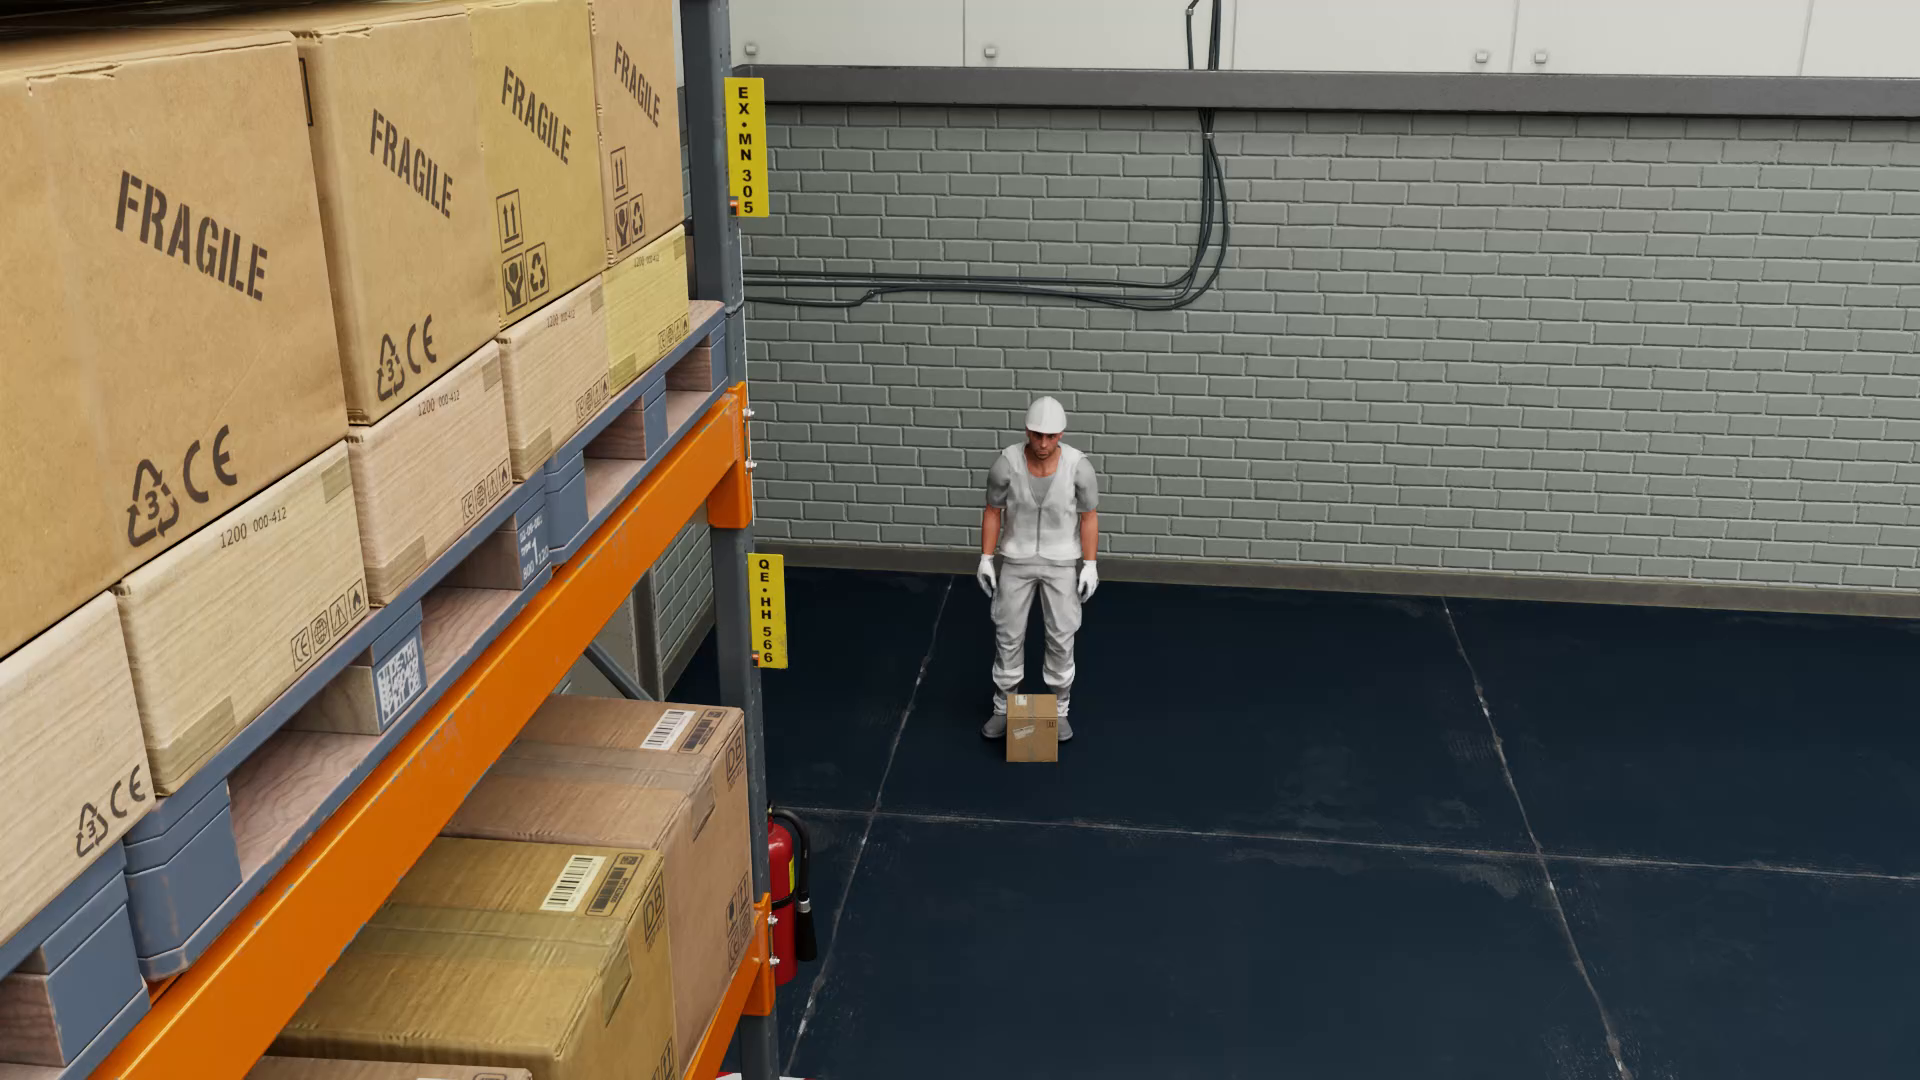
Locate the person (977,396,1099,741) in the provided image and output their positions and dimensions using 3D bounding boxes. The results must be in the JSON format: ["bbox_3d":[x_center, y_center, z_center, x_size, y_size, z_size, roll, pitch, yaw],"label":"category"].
[{"bbox_3d":[0.384,0.138,8.203,0.603,1.778,0.451,2,21,5],"label":"person"}]
